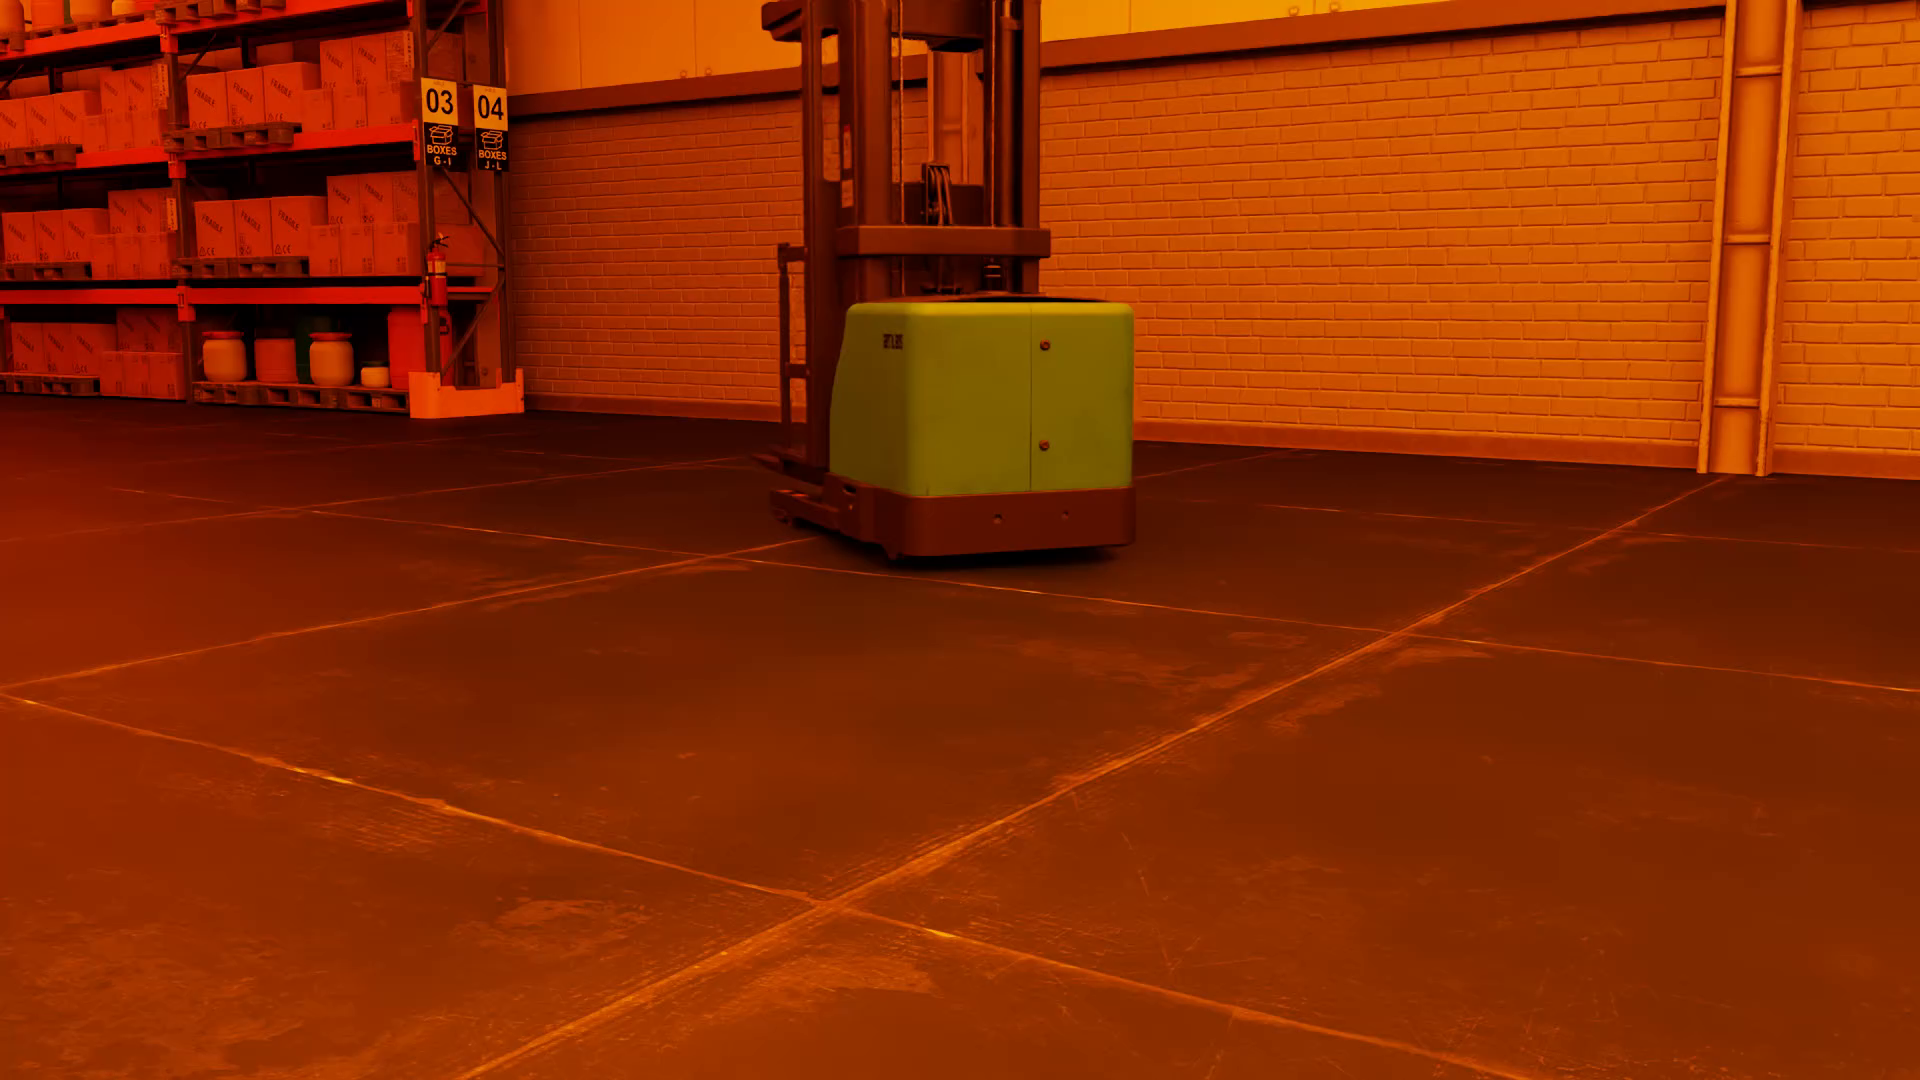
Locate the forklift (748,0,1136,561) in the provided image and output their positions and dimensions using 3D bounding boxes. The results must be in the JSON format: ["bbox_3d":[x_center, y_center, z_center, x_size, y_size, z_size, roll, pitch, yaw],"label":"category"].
[{"bbox_3d":[-0.297,-1.534,7.983,1.130,2.935,3.031,-3,9,-23],"label":"forklift"}]
